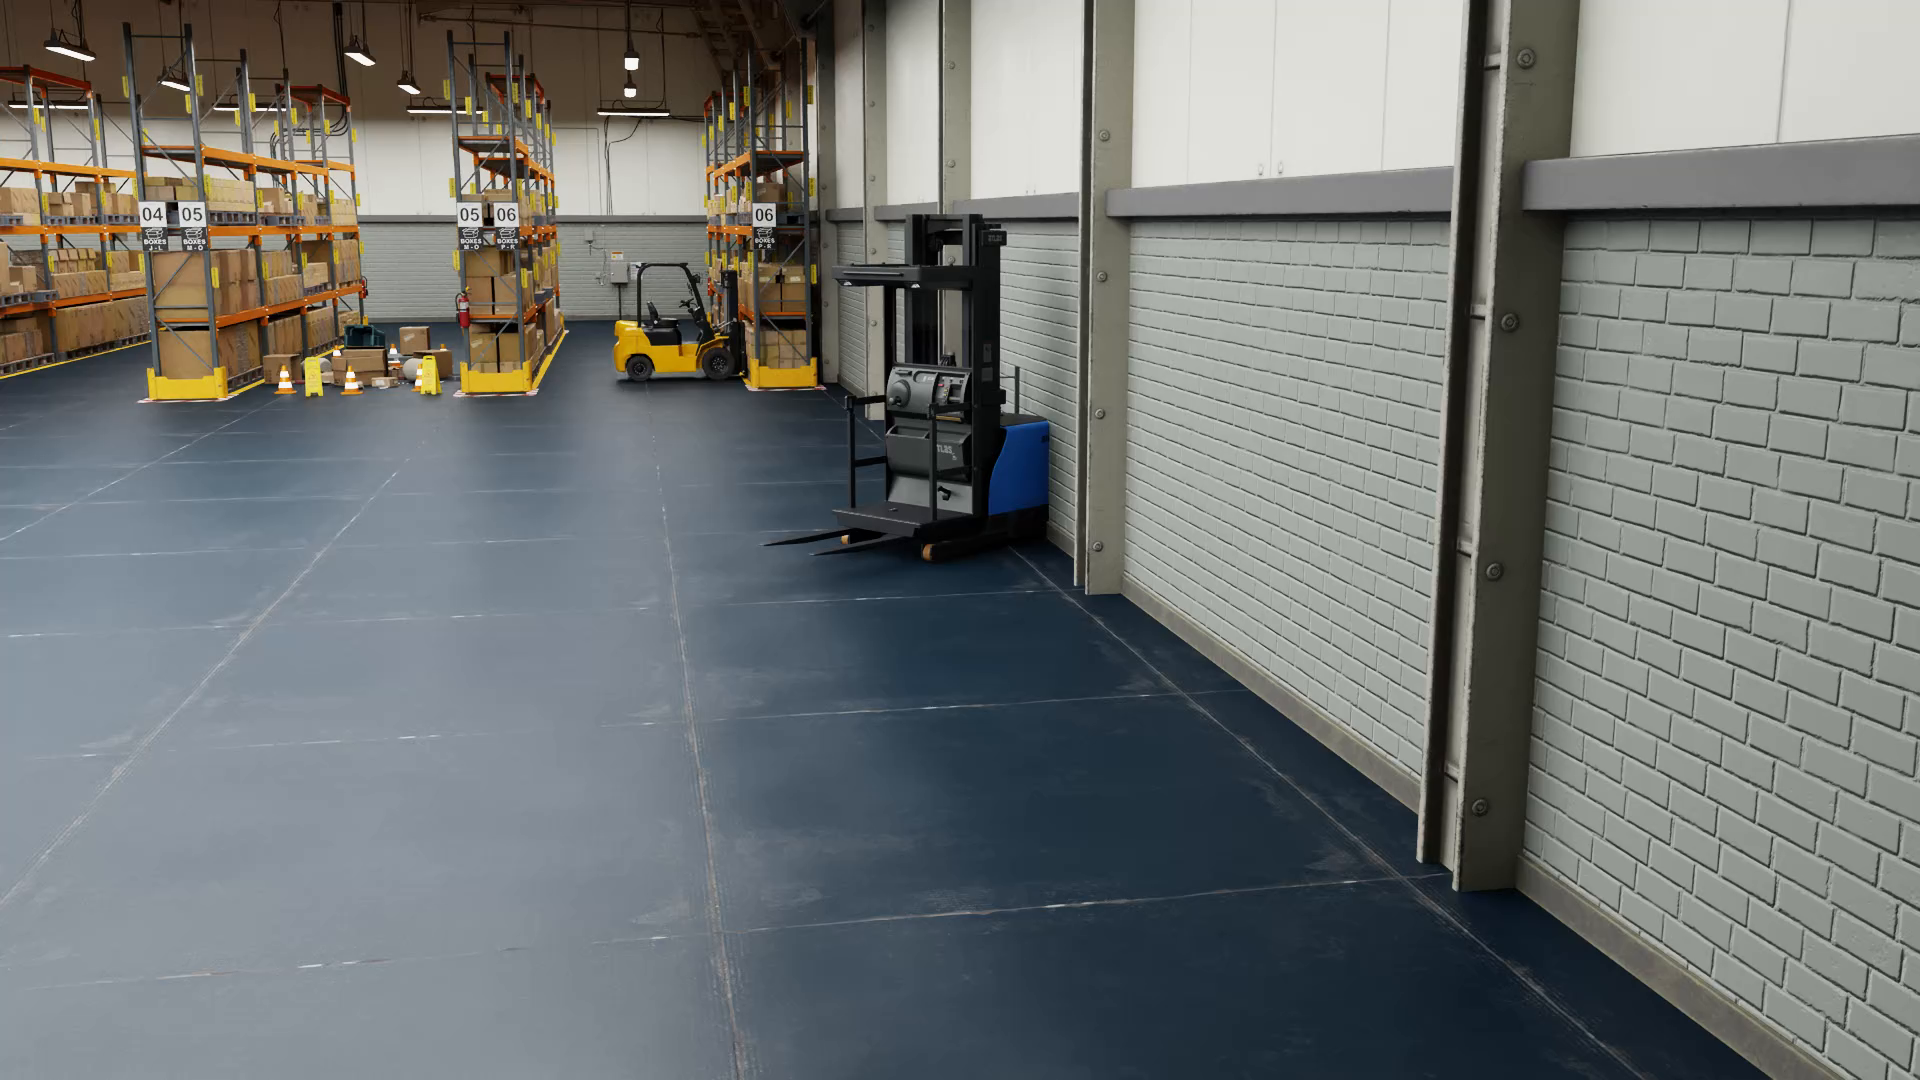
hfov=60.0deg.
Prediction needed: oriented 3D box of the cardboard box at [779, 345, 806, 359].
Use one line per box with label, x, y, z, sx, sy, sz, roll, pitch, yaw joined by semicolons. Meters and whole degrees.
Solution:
cardboard box;-3.031;-3.423;30.106;0.500;0.250;0.500;-2;11;-10

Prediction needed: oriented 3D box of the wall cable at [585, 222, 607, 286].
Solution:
wall cable;-10.854;-8.568;49.524;0.588;1.984;0.122;-2;11;-11

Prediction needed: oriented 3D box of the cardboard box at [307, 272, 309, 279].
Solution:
cardboard box;-14.460;-5.785;36.377;0.380;0.149;0.250;-2;11;-11

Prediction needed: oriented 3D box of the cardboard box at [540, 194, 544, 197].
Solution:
cardboard box;-10.254;-8.141;40.322;0.500;0.500;0.500;-2;11;-10

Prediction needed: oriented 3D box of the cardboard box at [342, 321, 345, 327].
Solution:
cardboard box;-15.238;-5.267;40.605;0.380;0.149;0.250;-2;11;-8

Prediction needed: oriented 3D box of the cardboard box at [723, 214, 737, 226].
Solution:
cardboard box;-5.038;-7.181;37.333;0.500;0.250;0.500;-2;11;-13

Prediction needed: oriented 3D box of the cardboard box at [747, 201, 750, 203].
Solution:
cardboard box;-3.652;-6.079;30.111;0.396;0.266;0.258;-2;11;-11

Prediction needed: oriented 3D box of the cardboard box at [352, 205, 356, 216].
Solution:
cardboard box;-15.620;-8.353;42.156;0.500;0.250;0.500;-2;11;-13

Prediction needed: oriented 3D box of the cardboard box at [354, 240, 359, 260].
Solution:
cardboard box;-15.627;-7.395;42.341;0.500;0.500;0.500;-2;11;-12

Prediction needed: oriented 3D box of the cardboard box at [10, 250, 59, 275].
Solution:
cardboard box;-19.415;-5.830;34.910;0.797;0.503;0.637;-2;11;-9

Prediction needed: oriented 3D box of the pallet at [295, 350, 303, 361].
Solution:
pallet;-14.324;-3.799;34.643;1.003;0.211;1.213;-2;11;-11

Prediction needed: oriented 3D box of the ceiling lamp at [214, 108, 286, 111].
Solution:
ceiling lamp;-18.929;-11.522;44.516;1.941;0.041;0.237;-2;11;-11

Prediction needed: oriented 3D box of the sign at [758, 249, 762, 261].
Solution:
sign;-4.934;-7.019;41.007;0.100;0.325;0.005;-2;11;-11

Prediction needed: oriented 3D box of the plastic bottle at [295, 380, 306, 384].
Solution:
plastic bottle;-11.880;-2.860;30.113;0.283;0.061;0.133;-6;13;-31

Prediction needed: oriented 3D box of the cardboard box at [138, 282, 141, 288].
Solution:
cardboard box;-20.201;-6.210;40.524;0.380;0.149;0.250;-2;11;-11

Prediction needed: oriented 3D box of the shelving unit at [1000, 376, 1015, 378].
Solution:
shelving unit;0.218;-1.022;16.610;0.538;1.500;1.039;-2;11;-12

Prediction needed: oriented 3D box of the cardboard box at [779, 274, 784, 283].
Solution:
cardboard box;-3.066;-4.711;29.974;0.380;0.149;0.250;-2;11;-11

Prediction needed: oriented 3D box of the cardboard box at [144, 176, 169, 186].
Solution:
cardboard box;-13.246;-5.895;27.327;0.380;0.149;0.250;-2;11;-10

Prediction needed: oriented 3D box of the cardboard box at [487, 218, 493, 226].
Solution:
cardboard box;-8.438;-5.596;29.277;0.380;0.149;0.250;-2;11;-11

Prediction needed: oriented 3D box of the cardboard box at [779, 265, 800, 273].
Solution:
cardboard box;-3.116;-4.955;30.461;0.380;0.149;0.250;-2;11;-11

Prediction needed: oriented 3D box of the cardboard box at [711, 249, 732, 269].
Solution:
cardboard box;-6.139;-7.235;42.842;0.500;0.500;0.500;-2;11;-10

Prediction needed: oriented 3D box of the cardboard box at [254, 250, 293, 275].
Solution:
cardboard box;-14.326;-5.773;34.619;0.700;0.500;0.500;-2;11;-11

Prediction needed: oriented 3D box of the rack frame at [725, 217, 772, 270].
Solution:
rack frame;-4.700;-5.695;37.151;1.000;3.000;0.127;-2;11;-11

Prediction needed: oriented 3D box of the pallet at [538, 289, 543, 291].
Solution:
pallet;-9.143;-5.058;34.317;1.003;0.211;1.213;-2;11;-11

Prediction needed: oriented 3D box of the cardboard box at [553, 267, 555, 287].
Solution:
cardboard box;-10.274;-6.485;41.032;0.500;0.500;0.500;-2;11;-11

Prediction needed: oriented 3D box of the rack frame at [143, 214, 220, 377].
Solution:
rack frame;-12.848;-3.848;27.447;1.000;3.000;0.127;-2;11;-11

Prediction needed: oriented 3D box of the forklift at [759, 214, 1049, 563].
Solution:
forklift;-0.420;-1.352;14.516;1.130;2.935;3.031;10;14;41

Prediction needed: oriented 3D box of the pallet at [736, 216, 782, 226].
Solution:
pallet;-4.106;-6.503;33.882;0.805;0.209;1.217;-3;11;-13

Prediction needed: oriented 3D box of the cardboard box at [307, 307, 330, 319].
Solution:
cardboard box;-14.702;-5.174;37.968;0.500;0.250;0.500;-2;11;-8

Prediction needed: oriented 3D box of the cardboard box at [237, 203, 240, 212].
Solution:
cardboard box;-12.992;-5.899;29.479;0.380;0.149;0.250;-2;11;-12

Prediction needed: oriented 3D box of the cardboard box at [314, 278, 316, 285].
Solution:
cardboard box;-14.602;-5.779;37.138;0.380;0.149;0.250;-2;11;-13

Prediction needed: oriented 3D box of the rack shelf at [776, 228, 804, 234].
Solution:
rack shelf;-3.533;-5.811;31.138;0.919;0.124;3.809;-2;11;-11

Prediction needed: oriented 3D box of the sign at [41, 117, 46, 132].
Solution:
sign;-20.616;-9.356;37.415;0.100;0.325;0.005;-2;11;-11

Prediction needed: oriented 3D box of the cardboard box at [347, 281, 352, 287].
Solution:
cardboard box;-15.449;-6.422;41.642;0.380;0.149;0.250;-3;11;-14

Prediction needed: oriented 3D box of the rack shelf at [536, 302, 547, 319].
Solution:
rack shelf;-9.179;-4.794;34.339;1.077;0.370;4.000;-2;11;-11

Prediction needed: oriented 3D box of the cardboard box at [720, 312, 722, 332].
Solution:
cardboard box;-5.604;-5.311;40.691;0.500;0.500;0.500;-2;11;-9

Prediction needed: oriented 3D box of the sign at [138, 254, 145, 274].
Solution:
sign;-13.383;-4.516;27.227;0.100;0.325;0.005;-2;11;-11

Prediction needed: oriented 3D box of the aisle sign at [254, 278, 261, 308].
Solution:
aisle sign;-17.824;-4.773;28.308;10.266;1.894;3.879;-2;11;-11

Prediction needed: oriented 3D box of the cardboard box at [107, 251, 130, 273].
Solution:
cardboard box;-20.103;-6.611;39.563;0.500;0.500;0.500;-2;11;-13

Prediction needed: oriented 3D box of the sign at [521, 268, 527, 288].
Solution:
sign;-7.480;-4.492;28.513;0.100;0.325;0.005;-2;11;-11

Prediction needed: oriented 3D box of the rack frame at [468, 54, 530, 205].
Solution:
rack frame;-8.790;-7.728;31.784;1.000;3.000;0.127;-2;11;-11

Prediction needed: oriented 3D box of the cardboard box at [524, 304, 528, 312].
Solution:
cardboard box;-7.914;-4.139;29.646;0.380;0.149;0.250;-2;11;-10

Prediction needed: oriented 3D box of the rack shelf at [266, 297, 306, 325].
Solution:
rack shelf;-14.015;-4.596;33.296;1.077;0.370;4.000;-2;11;-11

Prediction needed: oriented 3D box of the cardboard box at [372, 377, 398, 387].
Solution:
cardboard box;-10.248;-2.813;29.633;0.380;0.149;0.250;4;11;18

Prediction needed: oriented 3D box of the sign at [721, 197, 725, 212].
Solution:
sign;-5.232;-7.404;36.721;0.100;0.325;0.005;-2;11;-11

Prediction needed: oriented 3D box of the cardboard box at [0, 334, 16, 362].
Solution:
cardboard box;-18.792;-3.713;32.242;0.700;0.500;0.500;-3;11;-16

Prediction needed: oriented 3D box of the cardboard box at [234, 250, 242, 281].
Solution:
cardboard box;-13.396;-4.917;29.770;0.875;0.550;0.550;-2;11;-11

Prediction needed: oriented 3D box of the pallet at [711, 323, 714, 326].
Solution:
pallet;-6.085;-5.633;44.280;1.003;0.211;1.213;-2;11;-11

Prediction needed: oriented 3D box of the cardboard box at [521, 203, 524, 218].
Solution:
cardboard box;-7.937;-5.788;29.219;0.500;0.250;0.500;-2;11;-12
